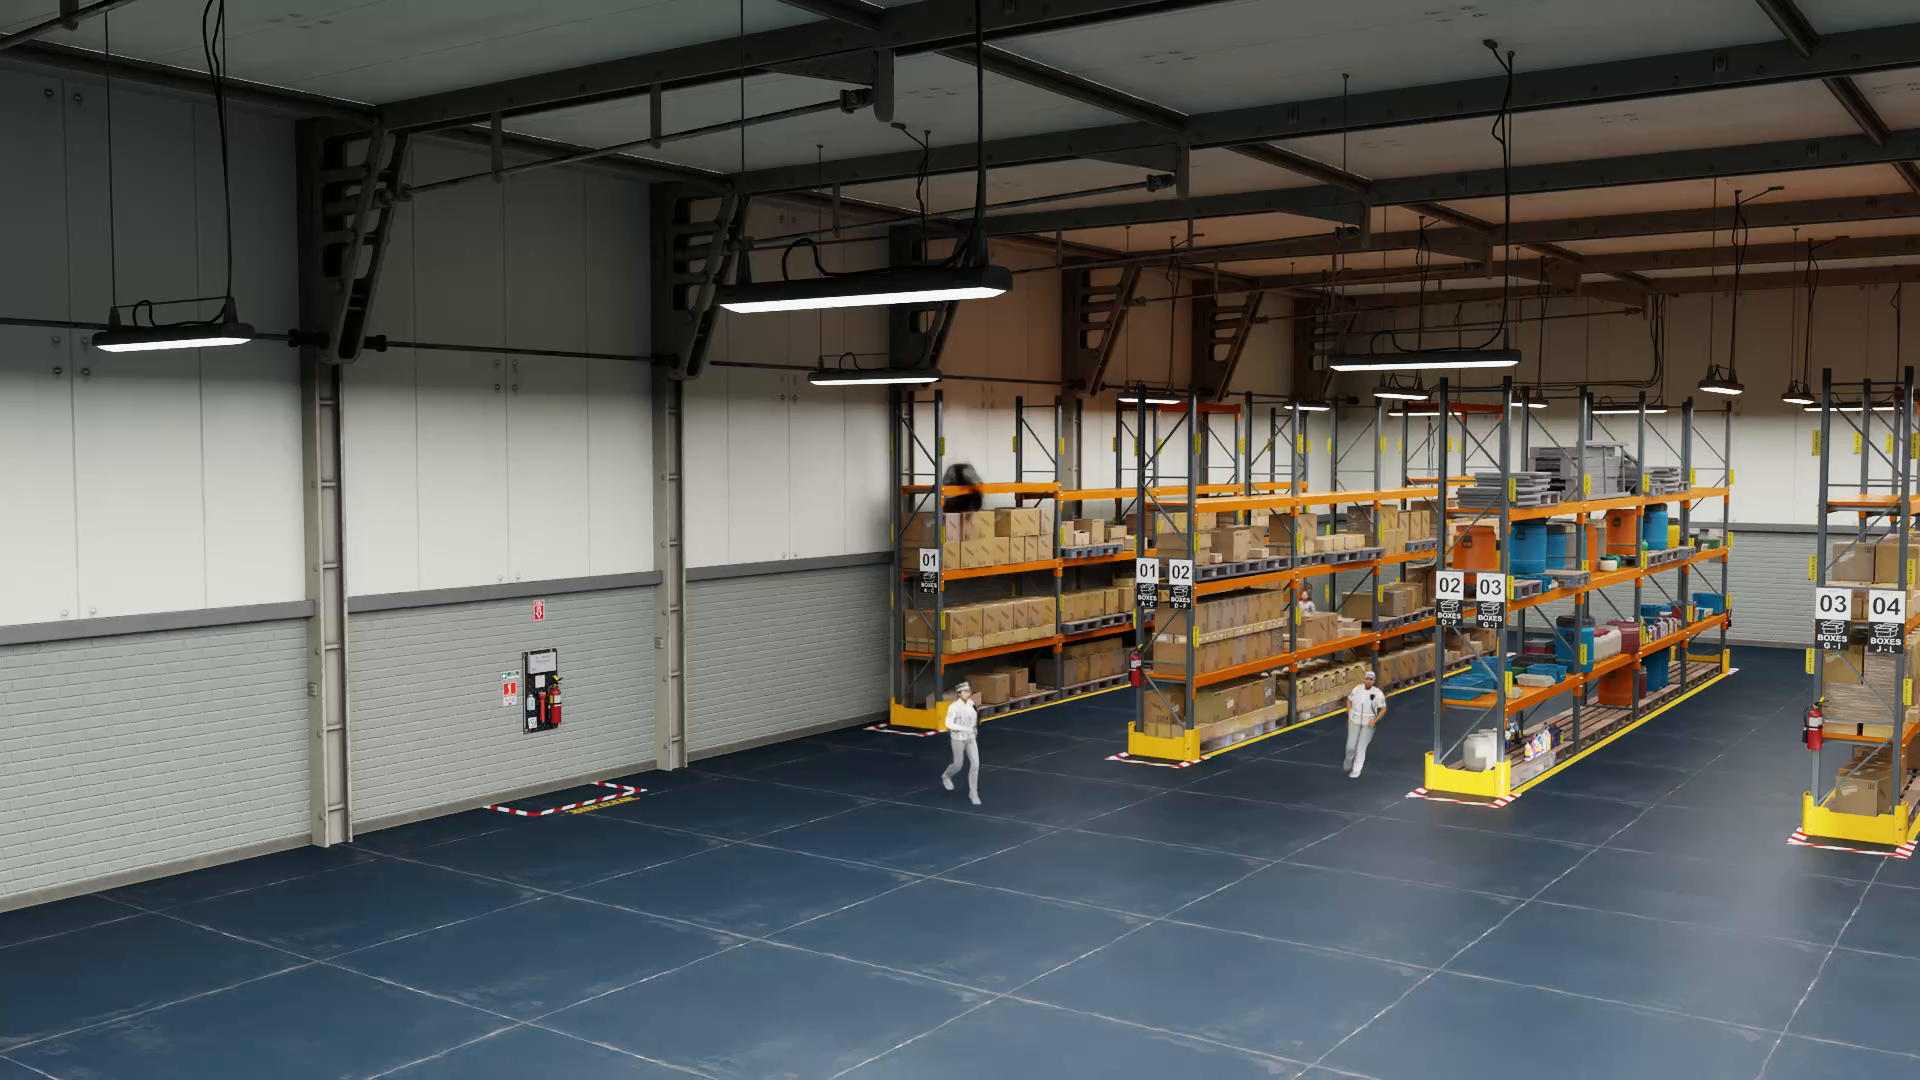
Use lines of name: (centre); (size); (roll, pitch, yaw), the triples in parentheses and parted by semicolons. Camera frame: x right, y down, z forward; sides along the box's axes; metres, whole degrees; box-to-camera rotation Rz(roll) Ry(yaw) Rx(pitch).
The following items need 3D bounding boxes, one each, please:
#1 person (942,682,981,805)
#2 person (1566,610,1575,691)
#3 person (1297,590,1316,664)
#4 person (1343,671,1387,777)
person: (0.023, 2.855, 23.547); (0.647, 1.733, 0.895); (-2, 4, -37)
person: (12.634, 2.268, 34.370); (0.578, 1.648, 0.769); (2, 4, 35)
person: (7.941, 2.009, 38.325); (0.538, 1.728, 0.766); (1, 4, 24)
person: (6.126, 2.789, 25.217); (0.670, 1.604, 0.521); (1, 3, 23)
